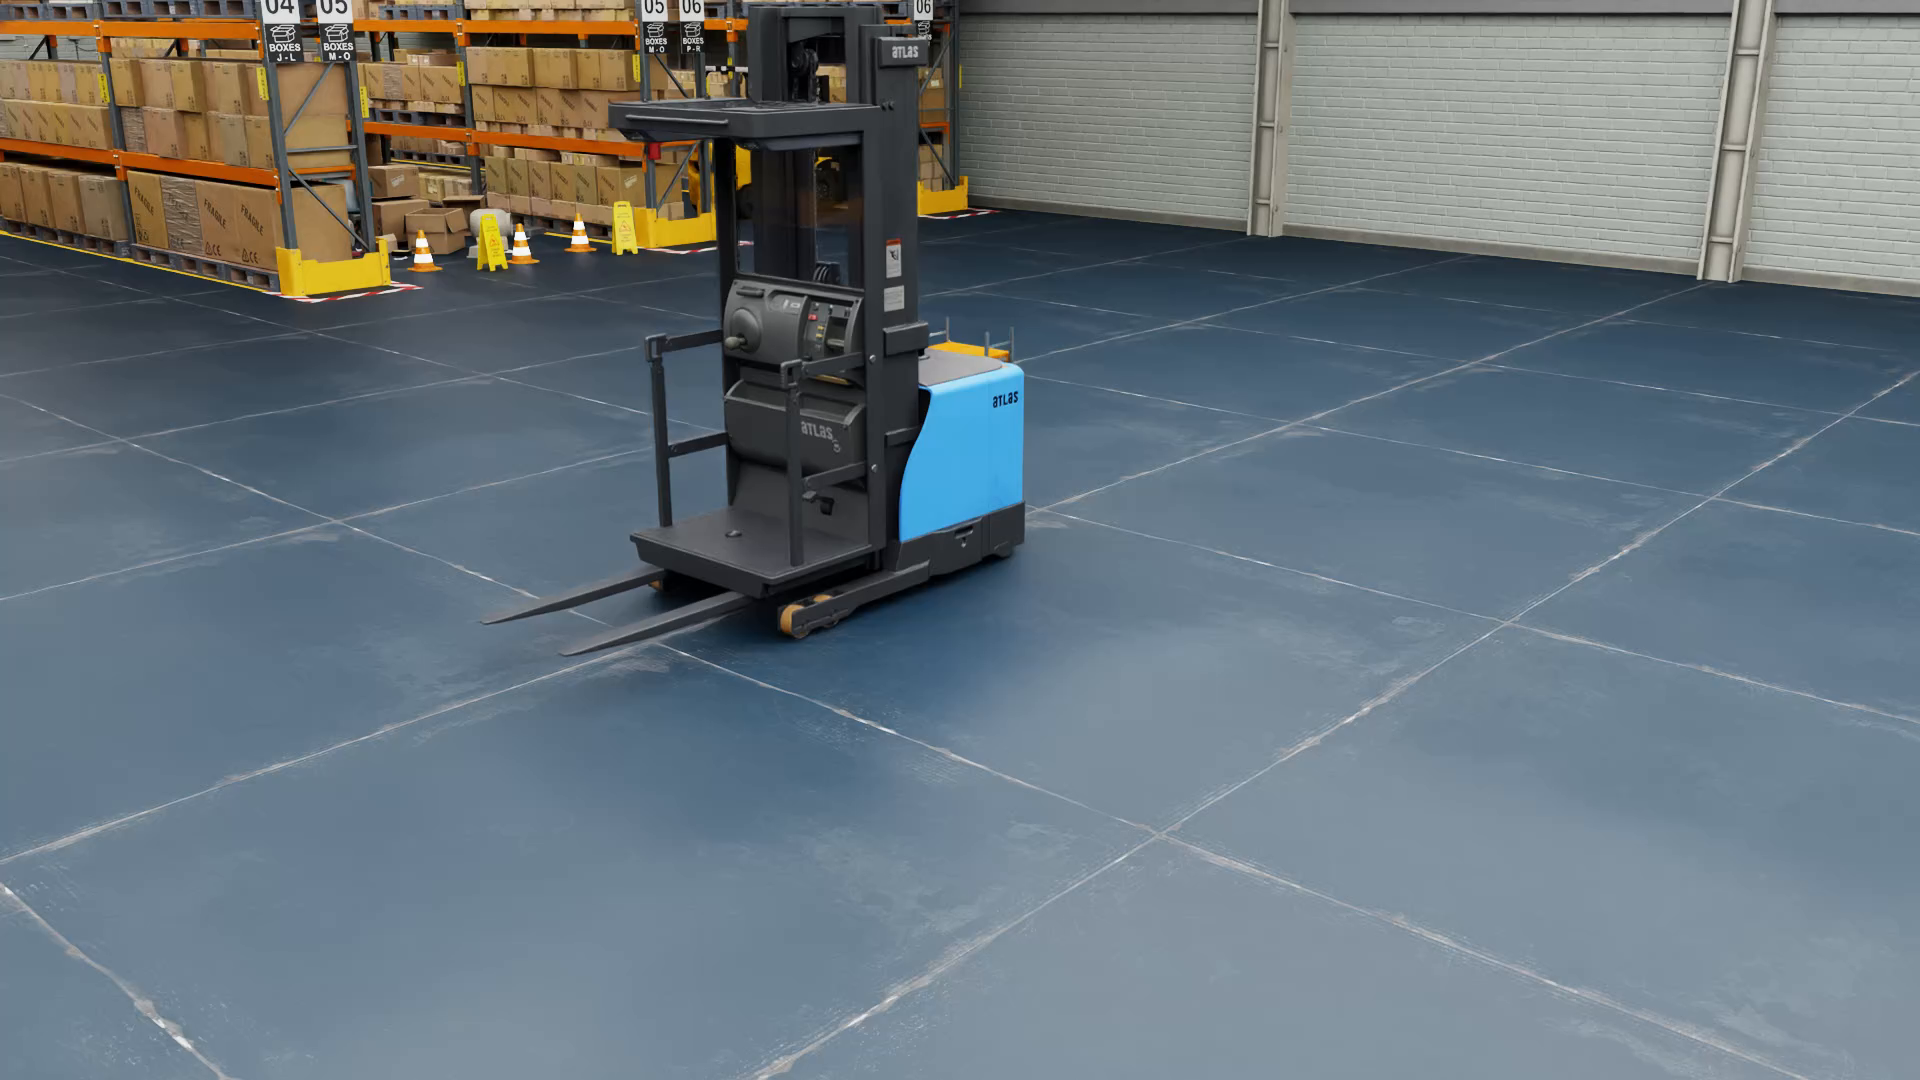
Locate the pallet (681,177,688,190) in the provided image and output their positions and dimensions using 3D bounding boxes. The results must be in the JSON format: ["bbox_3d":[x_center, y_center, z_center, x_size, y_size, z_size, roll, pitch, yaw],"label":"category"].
[{"bbox_3d":[-4.873,-6.329,29.204,1.213,0.211,1.003,15,23,39],"label":"pallet"}]

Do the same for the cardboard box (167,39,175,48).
[{"bbox_3d":[-13.814,-8.798,29.485,0.250,0.149,0.380,15,23,39],"label":"cardboard box"}]

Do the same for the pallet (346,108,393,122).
[{"bbox_3d":[-9.059,-6.743,26.216,1.003,0.211,1.213,15,23,39],"label":"pallet"}]

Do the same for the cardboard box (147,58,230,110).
[{"bbox_3d":[-8.827,-5.290,19.290,0.550,0.550,0.875,15,23,39],"label":"cardboard box"}]

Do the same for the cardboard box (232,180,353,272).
[{"bbox_3d":[-7.441,-3.515,18.548,0.875,0.875,0.875,15,23,40],"label":"cardboard box"}]

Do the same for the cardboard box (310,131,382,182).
[{"bbox_3d":[-10.125,-6.298,27.316,0.875,0.875,0.875,15,23,39],"label":"cardboard box"}]

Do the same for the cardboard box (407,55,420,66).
[{"bbox_3d":[-7.911,-7.076,24.524,0.250,0.149,0.380,14,22,37],"label":"cardboard box"}]

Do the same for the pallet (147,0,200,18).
[{"bbox_3d":[-8.368,-5.986,18.701,1.213,0.211,1.003,15,23,39],"label":"pallet"}]

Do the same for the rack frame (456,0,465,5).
[{"bbox_3d":[-6.671,-9.009,23.124,0.127,3.000,1.000,15,23,39],"label":"rack frame"}]

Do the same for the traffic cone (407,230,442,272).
[{"bbox_3d":[-6.344,-3.425,19.640,0.334,0.463,0.336,15,23,39],"label":"traffic cone"}]

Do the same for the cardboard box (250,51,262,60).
[{"bbox_3d":[-11.353,-7.828,27.499,0.500,0.500,0.500,15,23,38],"label":"cardboard box"}]

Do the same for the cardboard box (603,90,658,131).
[{"bbox_3d":[-4.268,-5.583,21.588,0.500,0.500,0.500,15,23,38],"label":"cardboard box"}]

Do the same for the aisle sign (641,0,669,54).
[{"bbox_3d":[-3.826,-6.508,20.861,0.004,0.787,0.394,15,23,39],"label":"aisle sign"}]

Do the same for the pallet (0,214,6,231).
[{"bbox_3d":[-13.457,-4.641,23.886,1.213,0.211,1.003,15,23,39],"label":"pallet"}]

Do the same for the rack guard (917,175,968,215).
[{"bbox_3d":[-0.370,-5.274,25.405,0.348,0.500,1.175,15,23,39],"label":"rack guard"}]

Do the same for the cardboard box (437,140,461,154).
[{"bbox_3d":[-10.242,-7.894,33.353,0.258,0.266,0.396,16,24,41],"label":"cardboard box"}]

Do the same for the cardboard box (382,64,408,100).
[{"bbox_3d":[-8.315,-6.890,25.011,0.500,0.500,0.500,14,22,37],"label":"cardboard box"}]

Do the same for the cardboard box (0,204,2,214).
[{"bbox_3d":[-13.539,-4.895,23.514,0.500,0.500,0.500,15,23,39],"label":"cardboard box"}]

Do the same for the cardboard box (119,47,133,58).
[{"bbox_3d":[-15.086,-8.821,30.628,0.500,0.500,0.500,14,23,38],"label":"cardboard box"}]

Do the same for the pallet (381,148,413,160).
[{"bbox_3d":[-11.701,-8.179,35.034,1.213,0.211,1.003,15,23,39],"label":"pallet"}]

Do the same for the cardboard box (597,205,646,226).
[{"bbox_3d":[-4.481,-4.343,22.188,0.500,0.250,0.500,15,23,39],"label":"cardboard box"}]

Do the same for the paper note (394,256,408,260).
[{"bbox_3d":[-6.904,-3.481,20.533,0.144,0.017,0.142,-9,20,-27],"label":"paper note"}]

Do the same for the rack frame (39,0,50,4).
[{"bbox_3d":[-12.873,-8.672,22.062,0.127,3.000,1.000,15,23,39],"label":"rack frame"}]

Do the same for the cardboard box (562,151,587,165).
[{"bbox_3d":[-5.153,-5.168,22.476,0.250,0.149,0.380,16,24,42],"label":"cardboard box"}]

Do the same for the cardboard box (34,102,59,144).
[{"bbox_3d":[-11.586,-5.406,21.522,0.500,0.500,0.500,15,23,39],"label":"cardboard box"}]

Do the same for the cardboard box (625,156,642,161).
[{"bbox_3d":[-5.420,-6.887,29.587,0.625,0.625,0.875,16,24,41],"label":"cardboard box"}]

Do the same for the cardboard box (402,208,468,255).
[{"bbox_3d":[-6.674,-3.937,21.185,0.637,0.503,0.797,0,18,2],"label":"cardboard box"}]

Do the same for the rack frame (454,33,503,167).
[{"bbox_3d":[-9.363,-8.880,32.634,0.127,3.000,1.000,15,23,39],"label":"rack frame"}]

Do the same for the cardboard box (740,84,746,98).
[{"bbox_3d":[-3.221,-7.173,27.090,0.500,0.500,0.500,14,22,38],"label":"cardboard box"}]

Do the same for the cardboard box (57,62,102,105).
[{"bbox_3d":[-11.020,-5.837,21.226,0.500,0.500,0.700,15,23,40],"label":"cardboard box"}]

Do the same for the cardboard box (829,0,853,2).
[{"bbox_3d":[-1.580,-8.458,25.320,0.500,0.500,0.700,15,23,40],"label":"cardboard box"}]

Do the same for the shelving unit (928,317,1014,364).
[{"bbox_3d":[0.037,-0.661,9.711,0.503,1.200,0.258,15,23,38],"label":"shelving unit"}]

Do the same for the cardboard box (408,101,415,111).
[{"bbox_3d":[-7.993,-6.479,24.790,0.250,0.149,0.380,15,23,39],"label":"cardboard box"}]

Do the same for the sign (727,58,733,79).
[{"bbox_3d":[-3.732,-7.663,27.016,0.005,0.325,0.100,15,23,39],"label":"sign"}]

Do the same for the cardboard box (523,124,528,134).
[{"bbox_3d":[-5.824,-5.705,23.045,0.250,0.149,0.380,15,23,39],"label":"cardboard box"}]

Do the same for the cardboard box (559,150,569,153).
[{"bbox_3d":[-7.198,-7.225,30.856,0.500,0.500,0.500,15,23,38],"label":"cardboard box"}]

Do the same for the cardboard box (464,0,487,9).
[{"bbox_3d":[-6.524,-7.500,23.082,0.500,0.250,0.500,14,23,38],"label":"cardboard box"}]

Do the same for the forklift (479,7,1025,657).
[{"bbox_3d":[-0.984,-1.089,8.199,1.130,2.935,3.031,15,23,39],"label":"forklift"}]

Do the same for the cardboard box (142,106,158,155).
[{"bbox_3d":[-9.171,-4.905,19.859,0.550,0.550,0.875,15,23,39],"label":"cardboard box"}]

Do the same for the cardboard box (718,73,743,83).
[{"bbox_3d":[-3.782,-7.649,27.517,0.250,0.149,0.380,16,24,41],"label":"cardboard box"}]

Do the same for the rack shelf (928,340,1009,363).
[{"bbox_3d":[0.037,-1.035,9.592,0.480,0.148,0.258,15,23,38],"label":"rack shelf"}]

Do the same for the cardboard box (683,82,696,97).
[{"bbox_3d":[-4.306,-7.583,27.968,0.500,0.250,0.500,14,23,38],"label":"cardboard box"}]

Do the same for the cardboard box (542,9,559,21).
[{"bbox_3d":[-5.310,-6.963,22.051,0.250,0.149,0.380,15,23,39],"label":"cardboard box"}]

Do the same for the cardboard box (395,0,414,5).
[{"bbox_3d":[-7.960,-7.998,24.450,0.500,0.250,0.500,15,23,40],"label":"cardboard box"}]

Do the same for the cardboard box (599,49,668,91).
[{"bbox_3d":[-4.207,-6.066,21.457,0.500,0.500,0.700,14,23,38],"label":"cardboard box"}]

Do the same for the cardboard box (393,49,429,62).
[{"bbox_3d":[-11.072,-9.658,33.601,0.500,0.500,0.500,16,23,41],"label":"cardboard box"}]

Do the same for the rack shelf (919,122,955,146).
[{"bbox_3d":[-1.884,-6.529,26.416,4.000,0.370,1.077,15,23,39],"label":"rack shelf"}]

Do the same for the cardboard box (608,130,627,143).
[{"bbox_3d":[-4.364,-5.280,21.704,0.250,0.149,0.380,15,23,39],"label":"cardboard box"}]

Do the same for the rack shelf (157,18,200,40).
[{"bbox_3d":[-14.151,-9.245,30.013,4.000,0.370,1.077,15,23,39],"label":"rack shelf"}]
